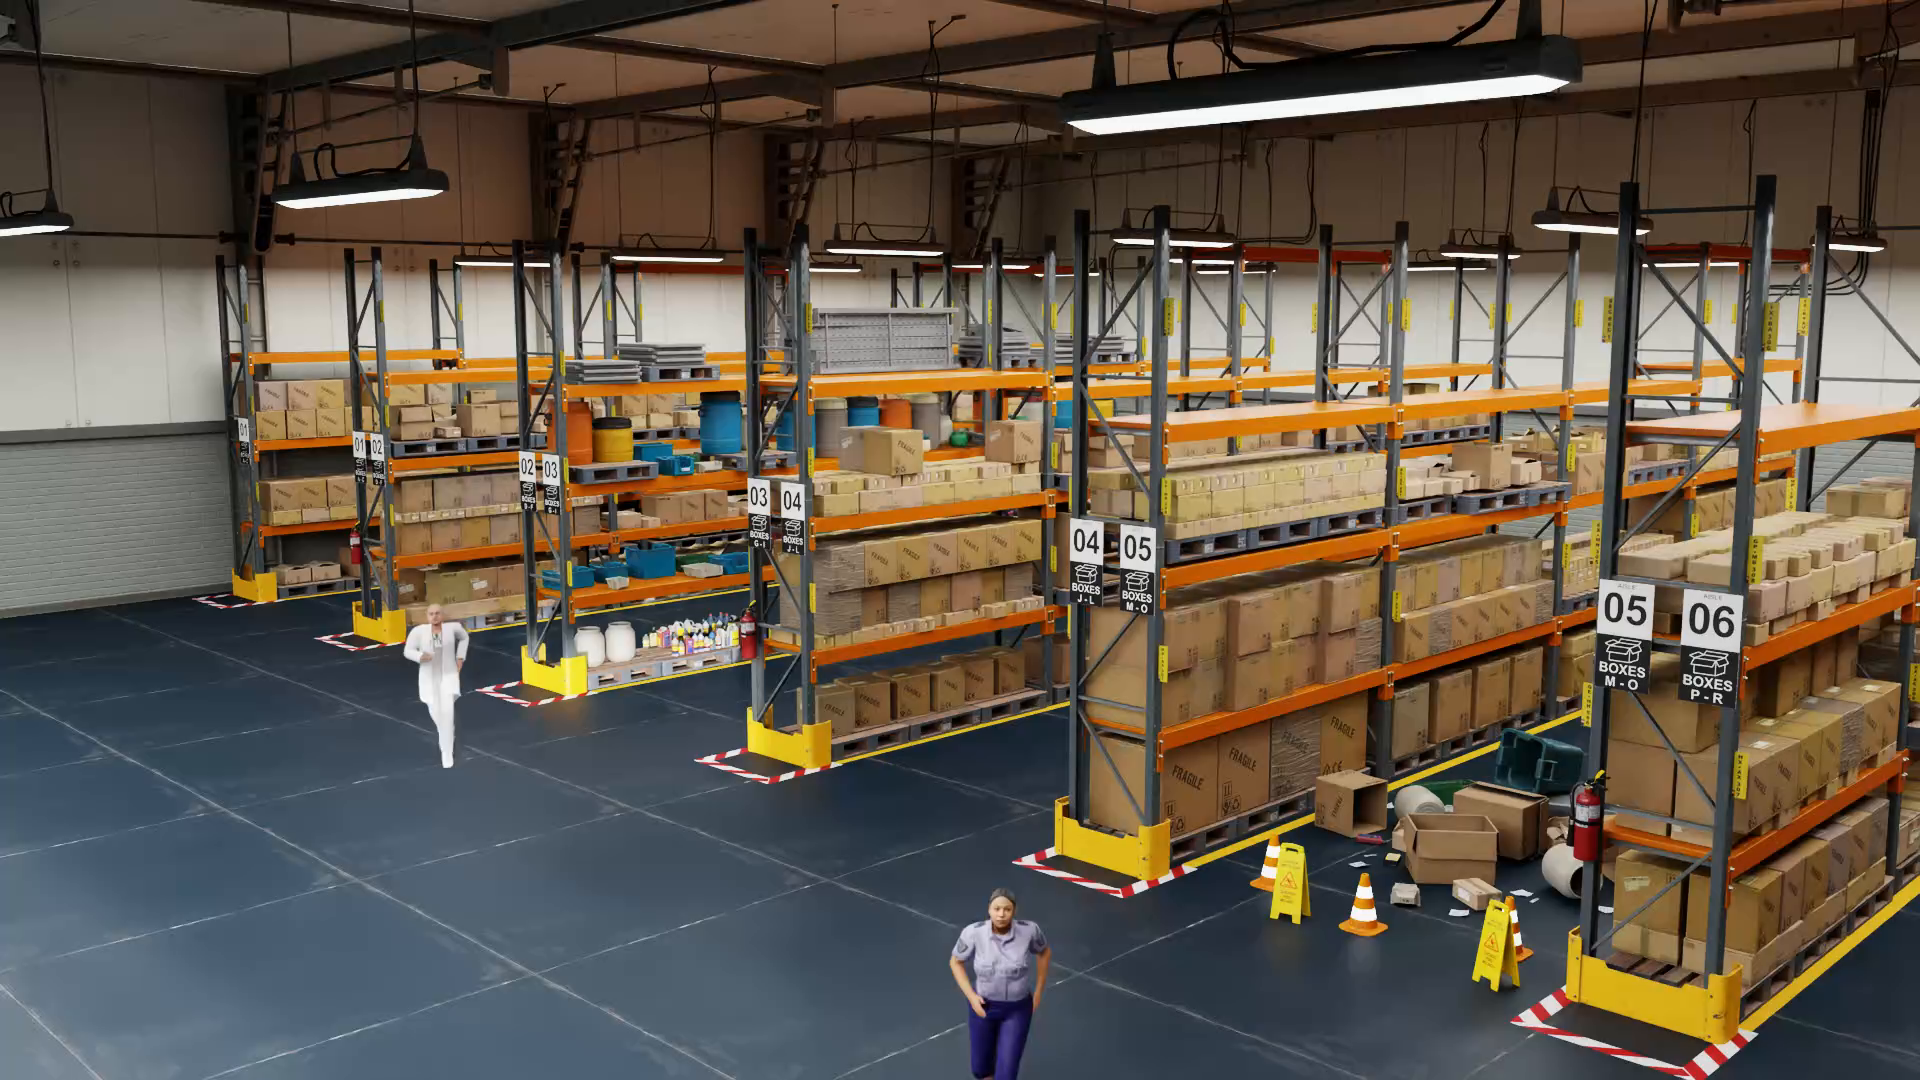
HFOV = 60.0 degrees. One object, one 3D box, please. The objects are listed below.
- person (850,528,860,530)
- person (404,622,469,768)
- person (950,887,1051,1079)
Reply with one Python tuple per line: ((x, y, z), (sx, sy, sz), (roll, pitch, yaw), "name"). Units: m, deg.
((-1.872, -0.300, 30.373), (0.638, 1.663, 0.656), (-8, 11, -44), "person")
((-5.976, 1.735, 19.040), (0.672, 1.614, 1.015), (-1, 8, -8), "person")
((0.251, 2.933, 10.364), (0.630, 1.630, 0.854), (0, 8, 2), "person")
